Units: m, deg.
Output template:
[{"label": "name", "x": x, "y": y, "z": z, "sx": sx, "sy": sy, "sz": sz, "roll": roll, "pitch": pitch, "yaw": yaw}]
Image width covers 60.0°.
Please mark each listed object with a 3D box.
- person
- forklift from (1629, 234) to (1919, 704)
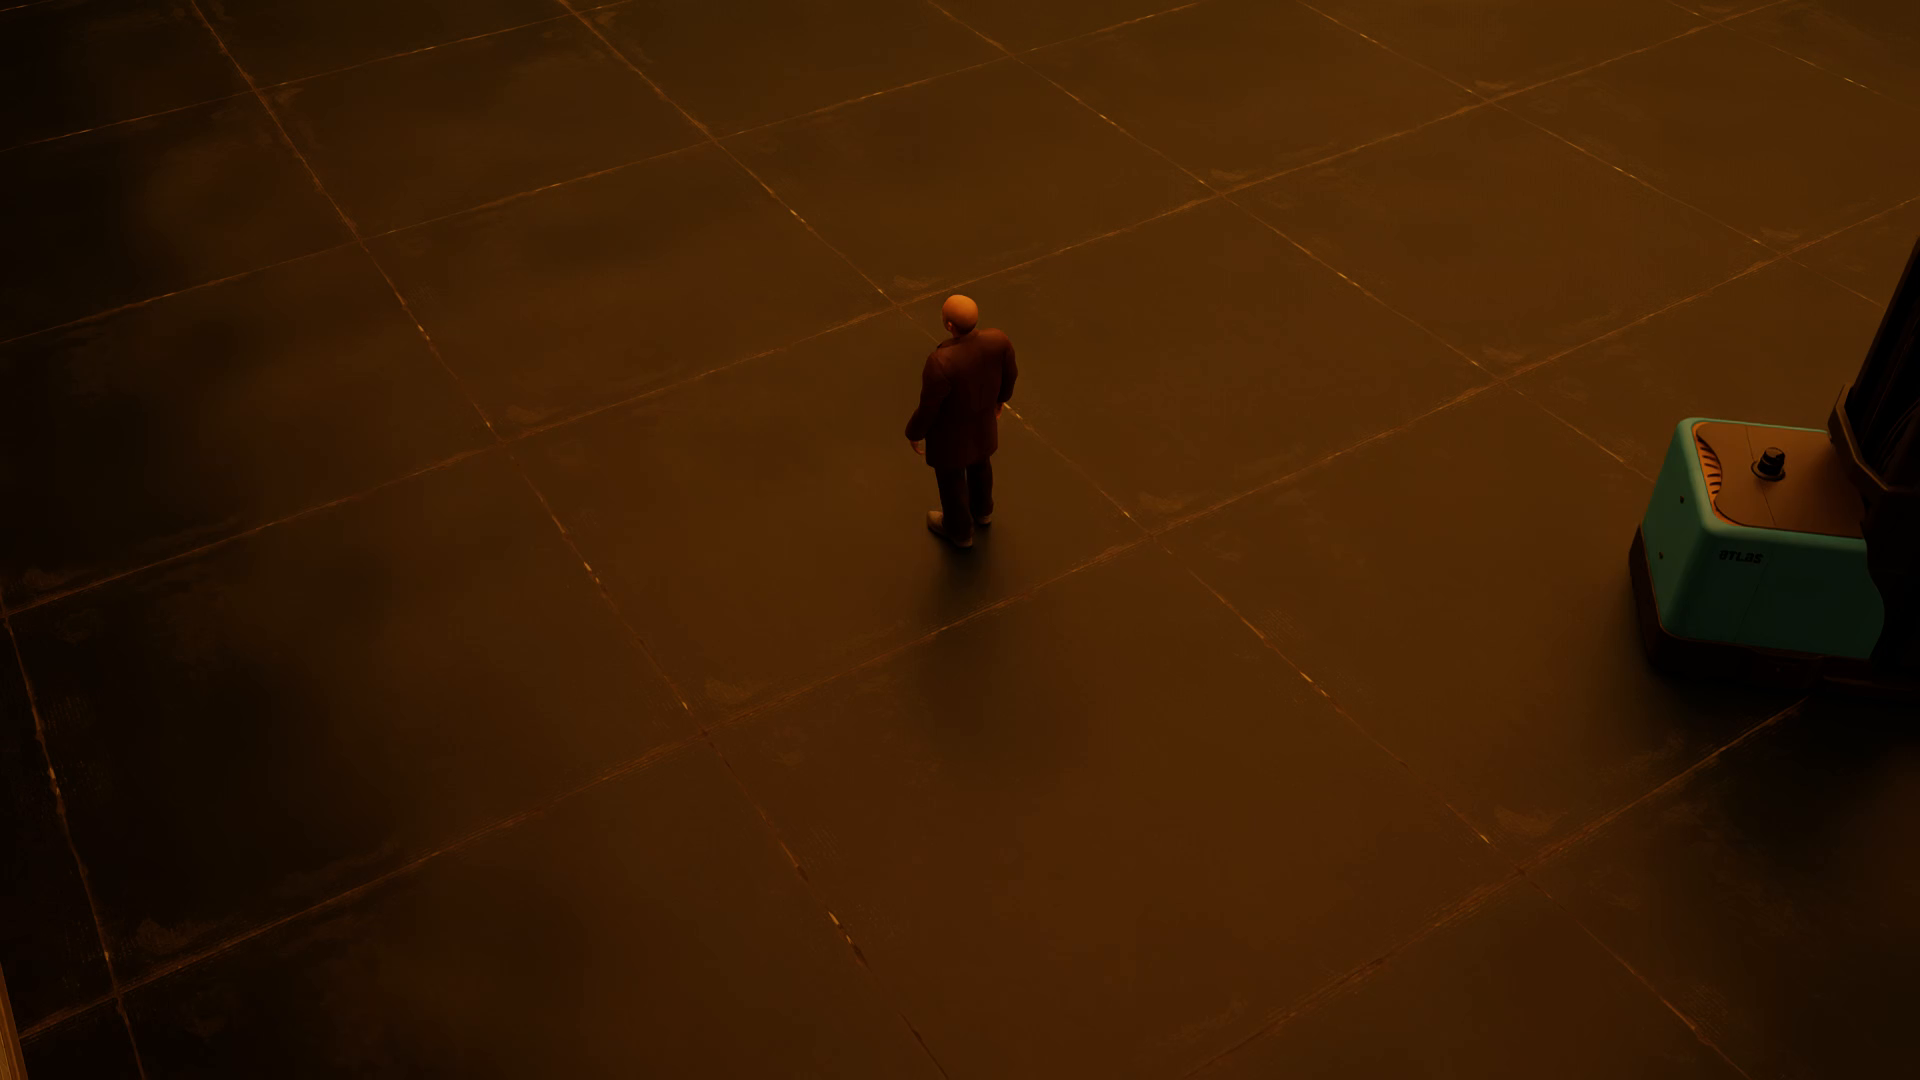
[{"label": "person", "x": -0.044, "y": -0.727, "z": 9.568, "sx": 0.696, "sy": 1.775, "sz": 0.582, "roll": -23, "pitch": 46, "yaw": -24}, {"label": "forklift", "x": 5.394, "y": -0.510, "z": 8.455, "sx": 3.031, "sy": 2.935, "sz": 1.130, "roll": 7, "pitch": 42, "yaw": 7}]
